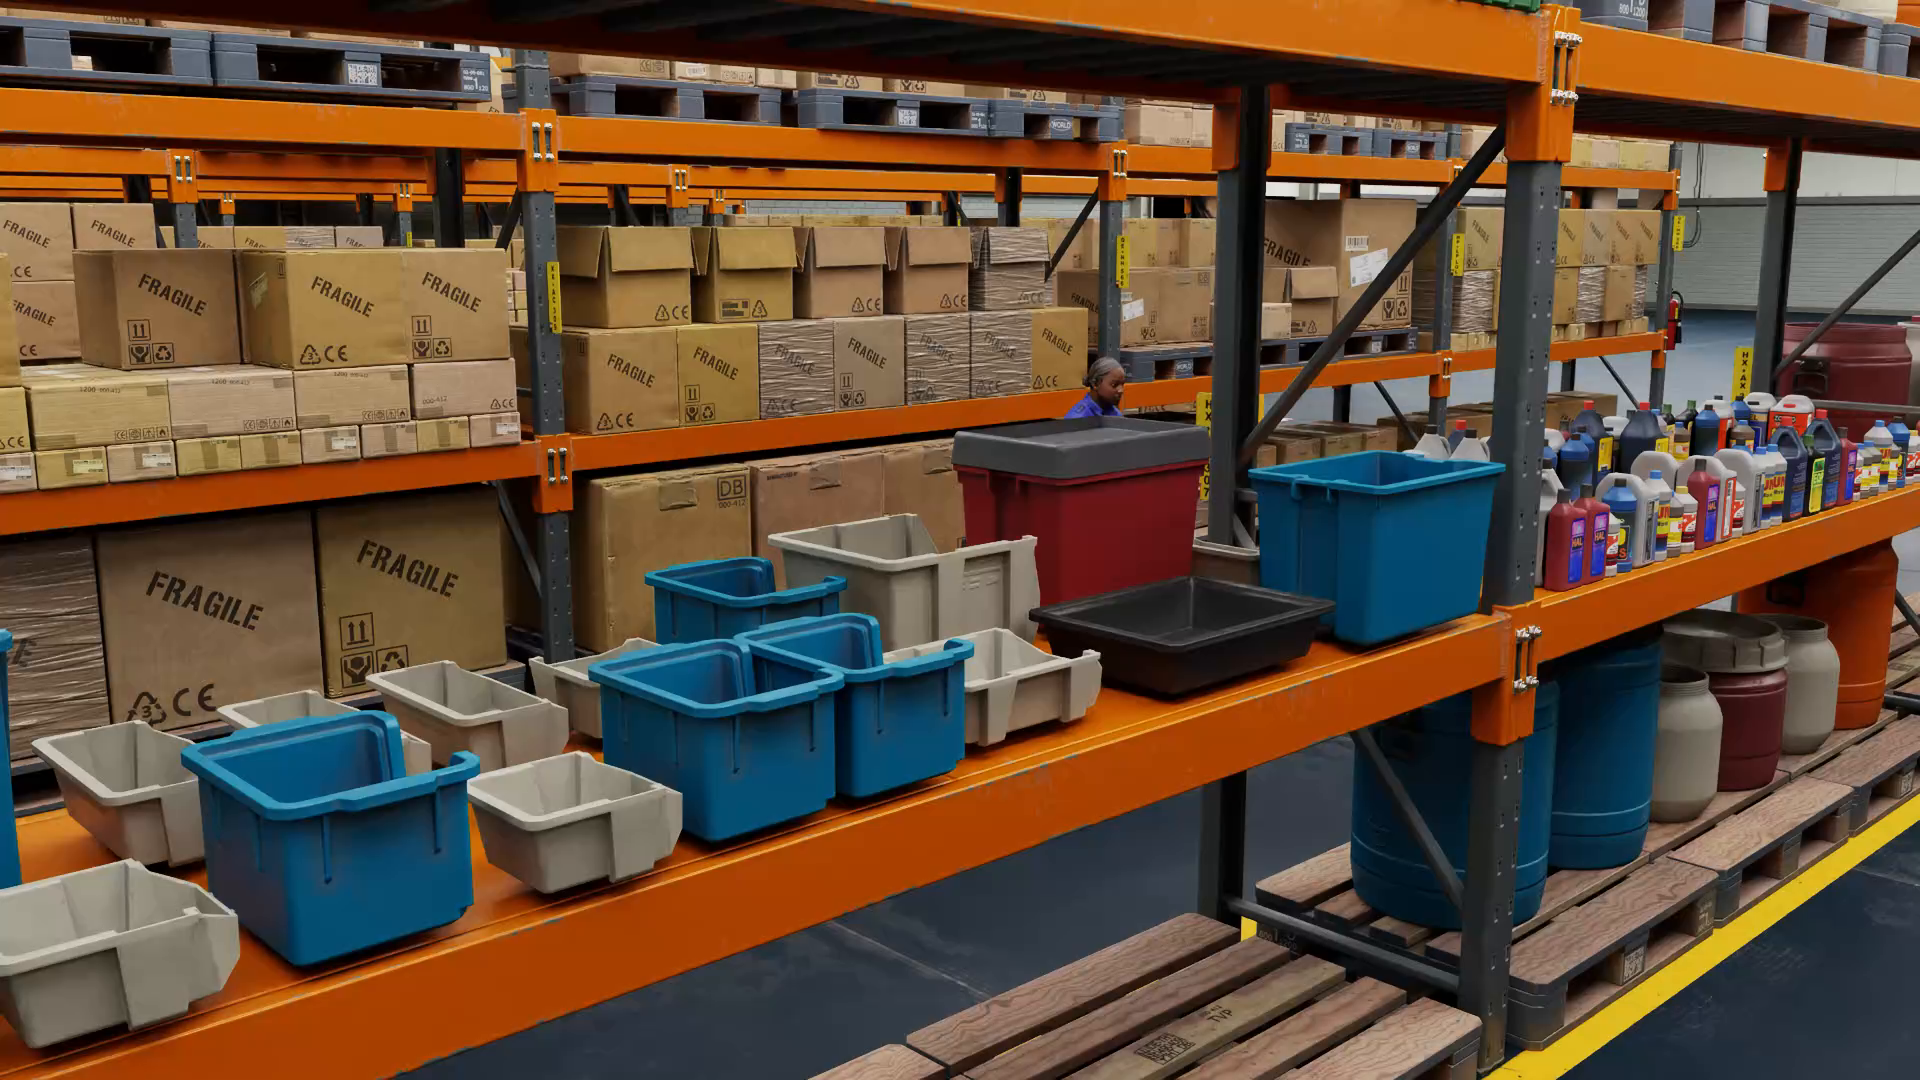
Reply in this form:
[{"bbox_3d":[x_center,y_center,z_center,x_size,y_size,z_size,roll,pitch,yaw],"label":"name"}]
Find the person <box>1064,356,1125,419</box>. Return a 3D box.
[{"bbox_3d":[0.678,-0.122,8.581,0.527,1.655,0.348,-10,15,-44],"label":"person"}]
